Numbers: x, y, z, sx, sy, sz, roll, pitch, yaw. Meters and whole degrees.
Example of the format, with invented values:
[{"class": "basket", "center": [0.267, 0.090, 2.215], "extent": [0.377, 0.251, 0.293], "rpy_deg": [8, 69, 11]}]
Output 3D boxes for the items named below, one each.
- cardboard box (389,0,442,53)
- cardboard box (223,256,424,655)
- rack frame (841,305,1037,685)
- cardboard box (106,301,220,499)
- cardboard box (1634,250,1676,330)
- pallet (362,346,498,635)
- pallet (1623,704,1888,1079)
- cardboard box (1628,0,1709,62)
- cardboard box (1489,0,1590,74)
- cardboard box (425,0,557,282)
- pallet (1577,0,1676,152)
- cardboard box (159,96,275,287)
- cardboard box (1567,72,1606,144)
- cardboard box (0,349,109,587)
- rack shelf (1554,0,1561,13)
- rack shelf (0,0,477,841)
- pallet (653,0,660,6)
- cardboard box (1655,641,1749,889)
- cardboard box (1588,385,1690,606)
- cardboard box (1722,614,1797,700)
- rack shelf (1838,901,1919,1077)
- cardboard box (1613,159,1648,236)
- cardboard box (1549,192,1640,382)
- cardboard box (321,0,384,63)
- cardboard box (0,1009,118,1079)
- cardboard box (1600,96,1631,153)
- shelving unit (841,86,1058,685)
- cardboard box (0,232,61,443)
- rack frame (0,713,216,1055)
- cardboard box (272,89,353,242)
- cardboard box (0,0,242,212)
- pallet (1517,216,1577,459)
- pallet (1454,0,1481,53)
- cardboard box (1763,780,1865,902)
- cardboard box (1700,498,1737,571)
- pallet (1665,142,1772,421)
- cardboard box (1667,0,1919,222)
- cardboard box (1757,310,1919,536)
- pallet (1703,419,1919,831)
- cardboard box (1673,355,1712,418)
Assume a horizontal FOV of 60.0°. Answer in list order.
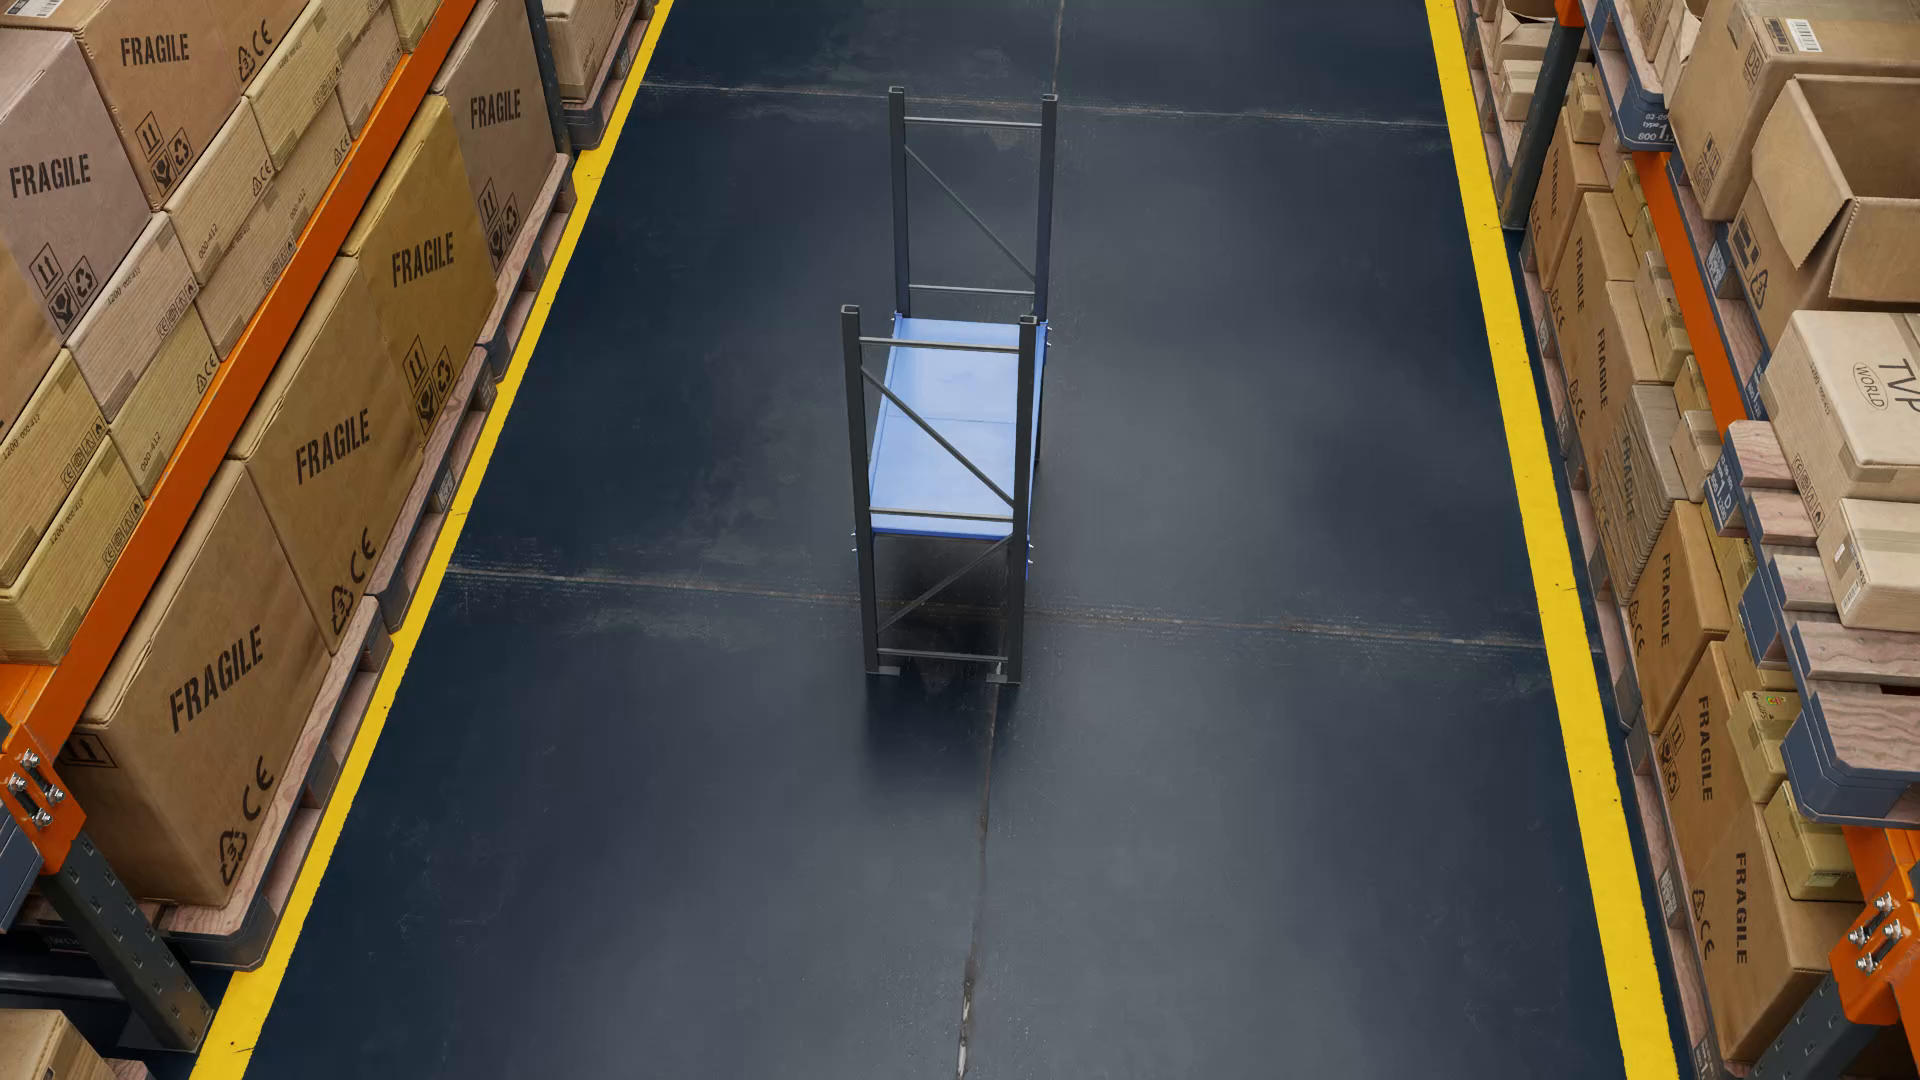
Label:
[{"class": "cardboard box", "center": [-2.019, -1.872, 5.531], "extent": [0.500, 0.250, 0.500], "rpy_deg": [3, 48, 3]}, {"class": "cardboard box", "center": [-2.315, -0.286, 5.134], "extent": [0.875, 0.875, 0.875], "rpy_deg": [4, 48, 4]}, {"class": "rack frame", "center": [-0.054, -0.070, 4.798], "extent": [0.500, 1.500, 0.032], "rpy_deg": [4, 48, 4]}, {"class": "cardboard box", "center": [-2.222, -0.374, 4.161], "extent": [0.500, 0.250, 0.500], "rpy_deg": [3, 48, 2]}, {"class": "cardboard box", "center": [2.432, -0.802, 5.420], "extent": [0.380, 0.149, 0.250], "rpy_deg": [4, 48, 3]}, {"class": "pallet", "center": [-2.286, -0.231, 5.818], "extent": [1.003, 0.211, 1.213], "rpy_deg": [4, 48, 4]}, {"class": "pallet", "center": [2.503, 1.022, 4.672], "extent": [1.003, 0.211, 1.213], "rpy_deg": [4, 48, 4]}, {"class": "cardboard box", "center": [2.447, -1.767, 4.981], "extent": [0.700, 0.500, 0.500], "rpy_deg": [4, 48, 4]}, {"class": "cardboard box", "center": [2.552, -2.223, 7.318], "extent": [0.396, 0.266, 0.258], "rpy_deg": [5, 48, 5]}, {"class": "cardboard box", "center": [-2.159, -1.607, 6.342], "extent": [0.875, 0.875, 0.875], "rpy_deg": [5, 48, 5]}, {"class": "pallet", "center": [2.580, -1.667, 5.372], "extent": [1.003, 0.211, 1.213], "rpy_deg": [4, 48, 4]}, {"class": "cardboard box", "center": [-2.148, -0.923, 4.324], "extent": [0.500, 0.250, 0.500], "rpy_deg": [4, 48, 3]}, {"class": "cardboard box", "center": [2.464, -1.583, 6.135], "extent": [0.380, 0.149, 0.250], "rpy_deg": [6, 48, 5]}, {"class": "cardboard box", "center": [-2.254, -0.178, 3.643], "extent": [0.500, 0.250, 0.500], "rpy_deg": [4, 48, 3]}, {"class": "rack shelf", "center": [2.944, -3.539, 7.442], "extent": [1.077, 0.370, 4.000], "rpy_deg": [4, 48, 4]}, {"class": "rack shelf", "center": [-2.364, -0.931, 5.056], "extent": [1.077, 0.370, 4.000], "rpy_deg": [4, 48, 4]}, {"class": "pallet", "center": [-1.926, -3.154, 8.492], "extent": [1.003, 0.211, 1.213], "rpy_deg": [4, 48, 4]}, {"class": "cardboard box", "center": [2.277, 0.637, 4.544], "extent": [0.500, 0.500, 0.500], "rpy_deg": [3, 48, 3]}, {"class": "cardboard box", "center": [2.351, -0.131, 5.246], "extent": [0.500, 0.500, 0.500], "rpy_deg": [2, 48, 2]}, {"class": "cardboard box", "center": [2.252, 0.337, 4.379], "extent": [0.380, 0.149, 0.250], "rpy_deg": [2, 48, 2]}, {"class": "rack shelf", "center": [2.215, 2.340, 2.065], "extent": [1.077, 0.370, 4.000], "rpy_deg": [4, 48, 4]}, {"class": "cardboard box", "center": [2.504, -1.185, 5.771], "extent": [0.380, 0.149, 0.250], "rpy_deg": [2, 48, 2]}, {"class": "cardboard box", "center": [2.455, -0.878, 5.930], "extent": [0.500, 0.500, 0.500], "rpy_deg": [3, 48, 3]}, {"class": "cardboard box", "center": [-2.059, -1.672, 5.009], "extent": [0.500, 0.250, 0.500], "rpy_deg": [5, 48, 4]}, {"class": "cardboard box", "center": [-2.608, 1.456, 3.882], "extent": [0.950, 0.372, 0.625], "rpy_deg": [1, 48, 1]}, {"class": "cardboard box", "center": [2.488, -1.490, 5.848], "extent": [0.380, 0.149, 0.250], "rpy_deg": [2, 48, 2]}, {"class": "shelving unit", "center": [-0.008, -0.443, 5.139], "extent": [0.538, 1.500, 1.048], "rpy_deg": [4, 48, 4]}, {"class": "cardboard box", "center": [-2.258, -0.421, 3.357], "extent": [0.500, 0.500, 0.500], "rpy_deg": [2, 48, 2]}, {"class": "rack frame", "center": [-2.546, 0.296, 3.446], "extent": [1.000, 3.000, 0.127], "rpy_deg": [4, 48, 4]}, {"class": "cardboard box", "center": [-2.127, -1.122, 4.845], "extent": [0.500, 0.250, 0.500], "rpy_deg": [4, 48, 4]}, {"class": "cardboard box", "center": [-2.160, -1.165, 4.038], "extent": [0.500, 0.500, 0.500], "rpy_deg": [5, 48, 5]}, {"class": "pallet", "center": [2.725, -0.771, 6.312], "extent": [1.003, 0.211, 1.213], "rpy_deg": [4, 48, 4]}, {"class": "pallet", "center": [2.934, -2.774, 8.145], "extent": [1.003, 0.211, 1.213], "rpy_deg": [4, 48, 4]}, {"class": "cardboard box", "center": [2.190, 0.730, 4.019], "extent": [0.380, 0.149, 0.250], "rpy_deg": [2, 48, 2]}, {"class": "cardboard box", "center": [2.343, -0.037, 4.721], "extent": [0.380, 0.149, 0.250], "rpy_deg": [3, 48, 3]}, {"class": "pallet", "center": [2.570, -0.737, 4.522], "extent": [1.003, 0.211, 1.213], "rpy_deg": [4, 48, 4]}, {"class": "cardboard box", "center": [2.376, -1.190, 4.453], "extent": [0.700, 0.500, 0.500], "rpy_deg": [4, 48, 3]}, {"class": "cardboard box", "center": [2.171, -0.261, 3.773], "extent": [0.500, 0.250, 0.500], "rpy_deg": [2, 48, 2]}, {"class": "pallet", "center": [2.389, 0.189, 3.674], "extent": [1.213, 0.211, 1.003], "rpy_deg": [4, 48, 4]}, {"class": "cardboard box", "center": [2.412, -0.419, 5.071], "extent": [0.380, 0.149, 0.250], "rpy_deg": [4, 48, 4]}]
